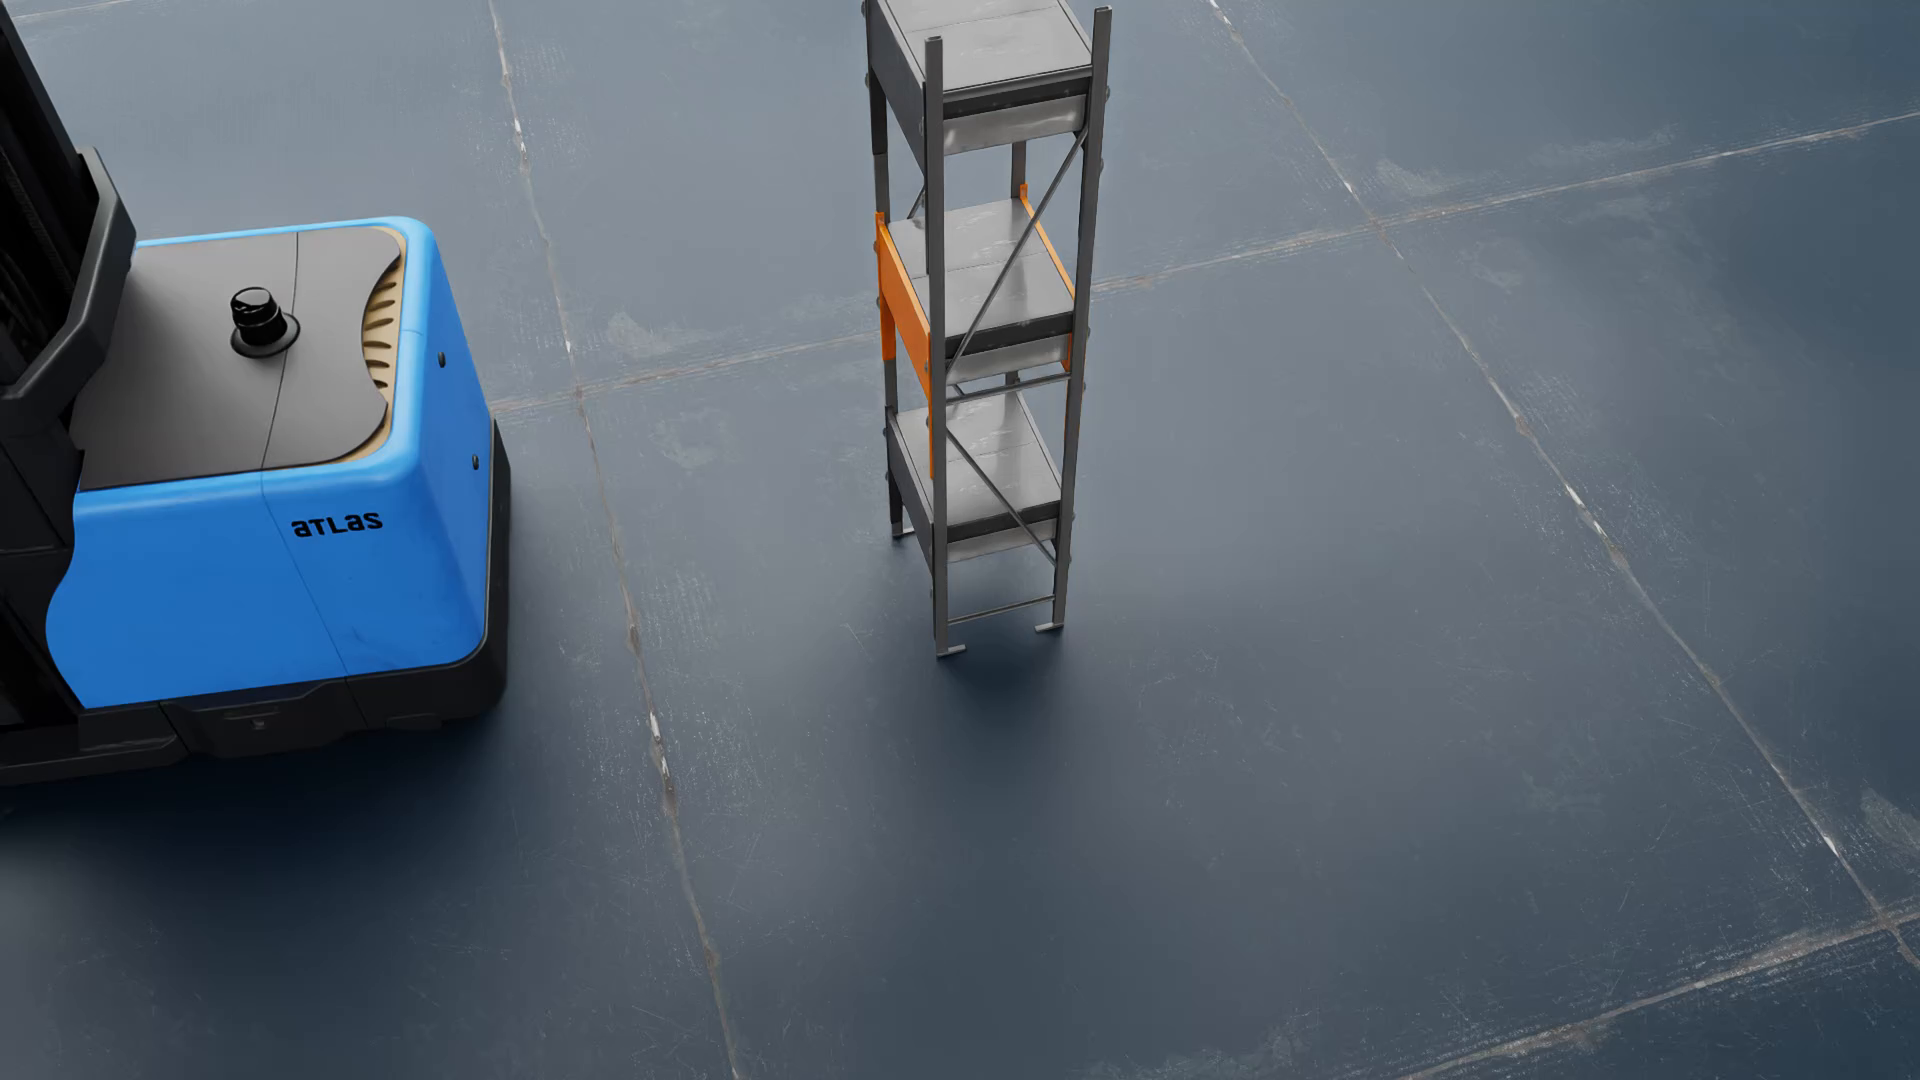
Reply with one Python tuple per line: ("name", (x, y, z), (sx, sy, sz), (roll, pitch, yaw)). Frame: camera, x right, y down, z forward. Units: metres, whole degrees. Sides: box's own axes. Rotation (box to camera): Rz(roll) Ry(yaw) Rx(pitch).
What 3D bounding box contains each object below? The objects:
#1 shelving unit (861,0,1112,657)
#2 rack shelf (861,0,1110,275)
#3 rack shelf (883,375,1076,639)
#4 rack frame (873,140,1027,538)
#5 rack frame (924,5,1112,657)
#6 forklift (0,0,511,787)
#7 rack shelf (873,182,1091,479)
("shelving unit", (0.049, -0.556, 4.345), (0.431, 2.100, 0.503), (-13, 51, -11))
("rack shelf", (0.049, -0.998, 3.821), (0.431, 0.518, 0.480), (-13, 51, -11))
("rack shelf", (0.049, -0.096, 4.891), (0.431, 0.518, 0.480), (-13, 51, -11))
("rack frame", (-0.023, -0.734, 4.496), (0.400, 2.100, 0.015), (-13, 51, -11))
("rack frame", (0.121, -0.378, 4.195), (0.400, 2.100, 0.015), (-13, 51, -11))
("forklift", (-2.875, -0.622, 3.857), (3.031, 2.935, 1.130), (-7, 50, -6))
("rack shelf", (0.049, -0.547, 4.356), (0.431, 0.518, 0.480), (-13, 51, -11))
